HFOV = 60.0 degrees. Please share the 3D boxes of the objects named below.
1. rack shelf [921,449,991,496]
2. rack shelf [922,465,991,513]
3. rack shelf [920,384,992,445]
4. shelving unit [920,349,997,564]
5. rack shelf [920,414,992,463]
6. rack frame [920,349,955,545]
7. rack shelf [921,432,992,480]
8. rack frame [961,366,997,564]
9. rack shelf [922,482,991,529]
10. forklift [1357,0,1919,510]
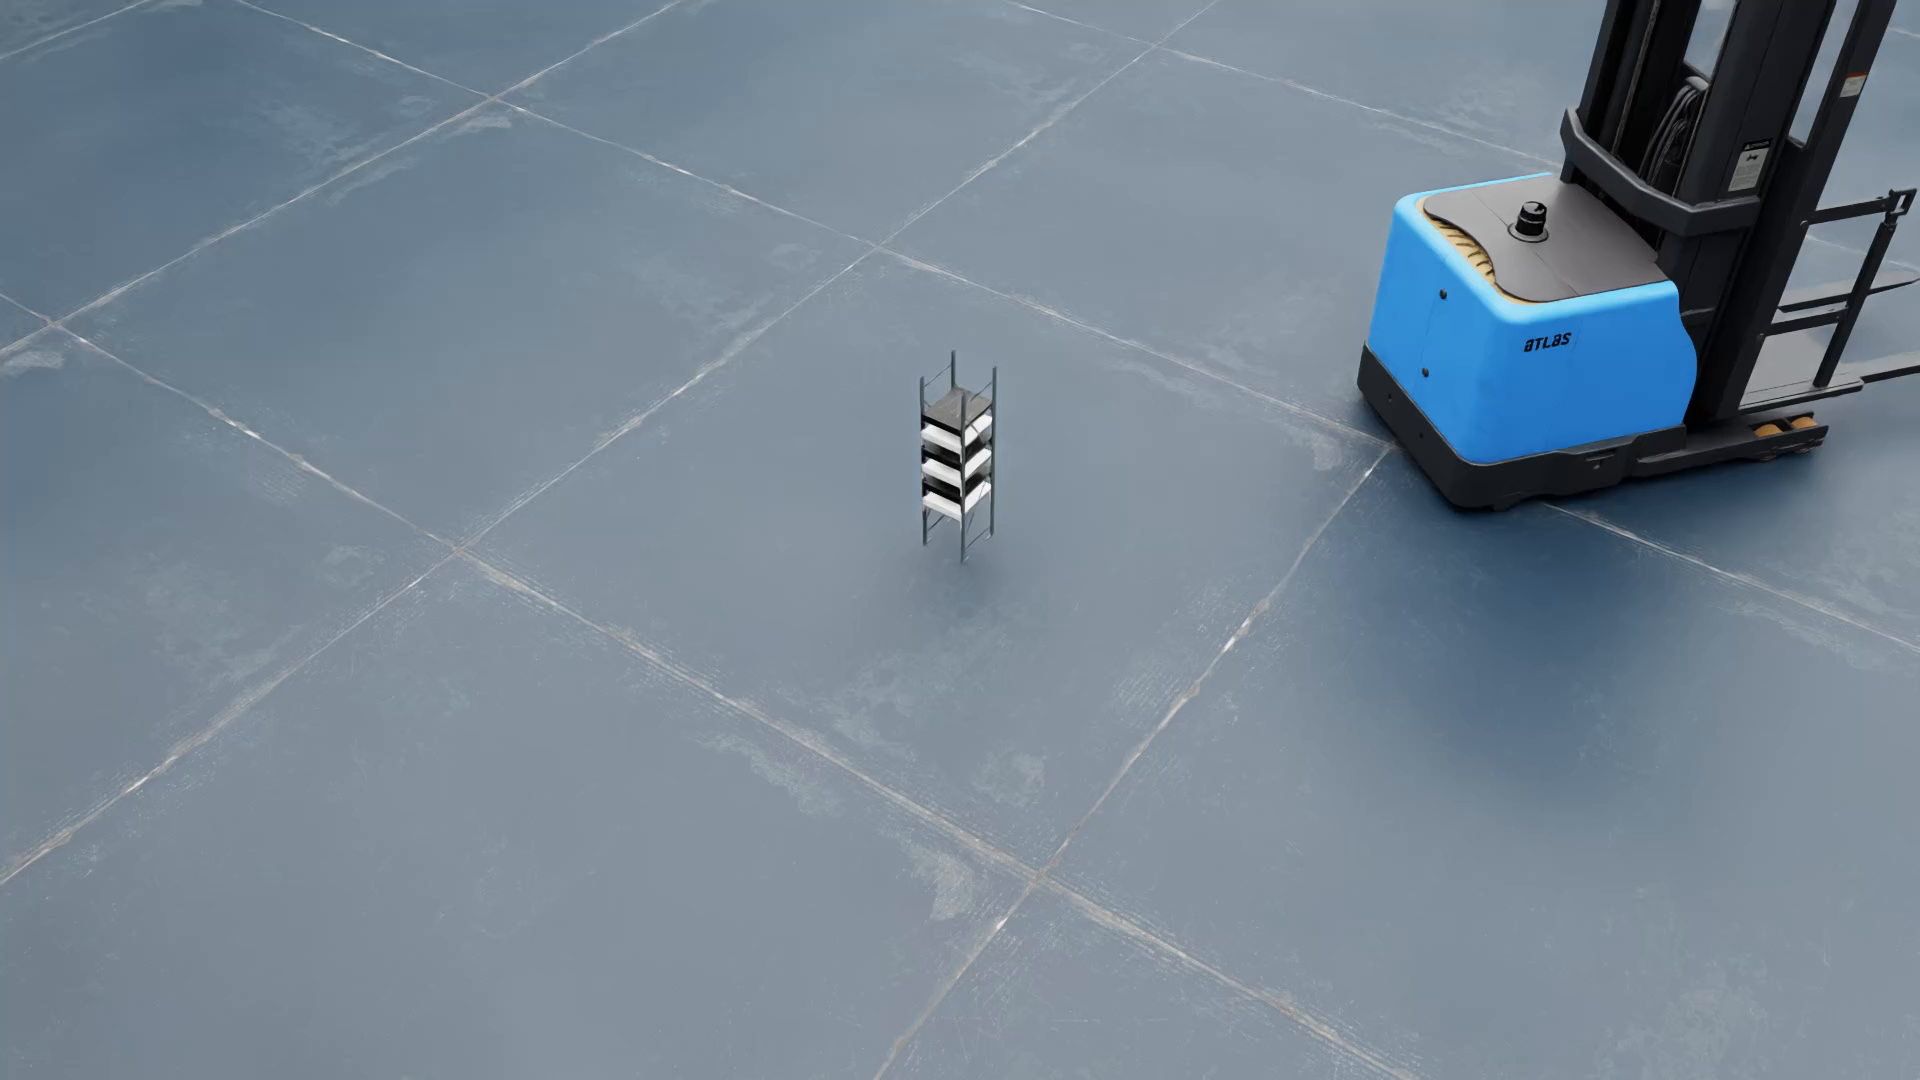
[{"bbox_3d":[-0.007,-0.314,6.976,0.200,0.077,0.258,25,48,25],"label":"rack shelf"},{"bbox_3d":[-0.007,-0.247,7.036,0.200,0.077,0.258,25,48,25],"label":"rack shelf"},{"bbox_3d":[-0.007,-0.515,6.796,0.200,0.077,0.258,25,48,25],"label":"rack shelf"},{"bbox_3d":[-0.007,-0.338,6.953,0.210,0.900,0.258,25,48,25],"label":"shelving unit"},{"bbox_3d":[-0.007,-0.448,6.856,0.200,0.077,0.258,25,48,25],"label":"rack shelf"},{"bbox_3d":[-0.090,-0.377,6.997,0.006,0.900,0.240,25,48,25],"label":"rack frame"},{"bbox_3d":[-0.007,-0.381,6.916,0.200,0.077,0.258,25,48,25],"label":"rack shelf"},{"bbox_3d":[0.077,-0.300,6.910,0.006,0.900,0.240,25,48,25],"label":"rack frame"},{"bbox_3d":[-0.007,-0.179,7.096,0.200,0.077,0.258,25,48,25],"label":"rack shelf"},{"bbox_3d":[3.478,-1.785,7.047,3.031,2.935,1.130,-11,43,-12],"label":"forklift"}]
